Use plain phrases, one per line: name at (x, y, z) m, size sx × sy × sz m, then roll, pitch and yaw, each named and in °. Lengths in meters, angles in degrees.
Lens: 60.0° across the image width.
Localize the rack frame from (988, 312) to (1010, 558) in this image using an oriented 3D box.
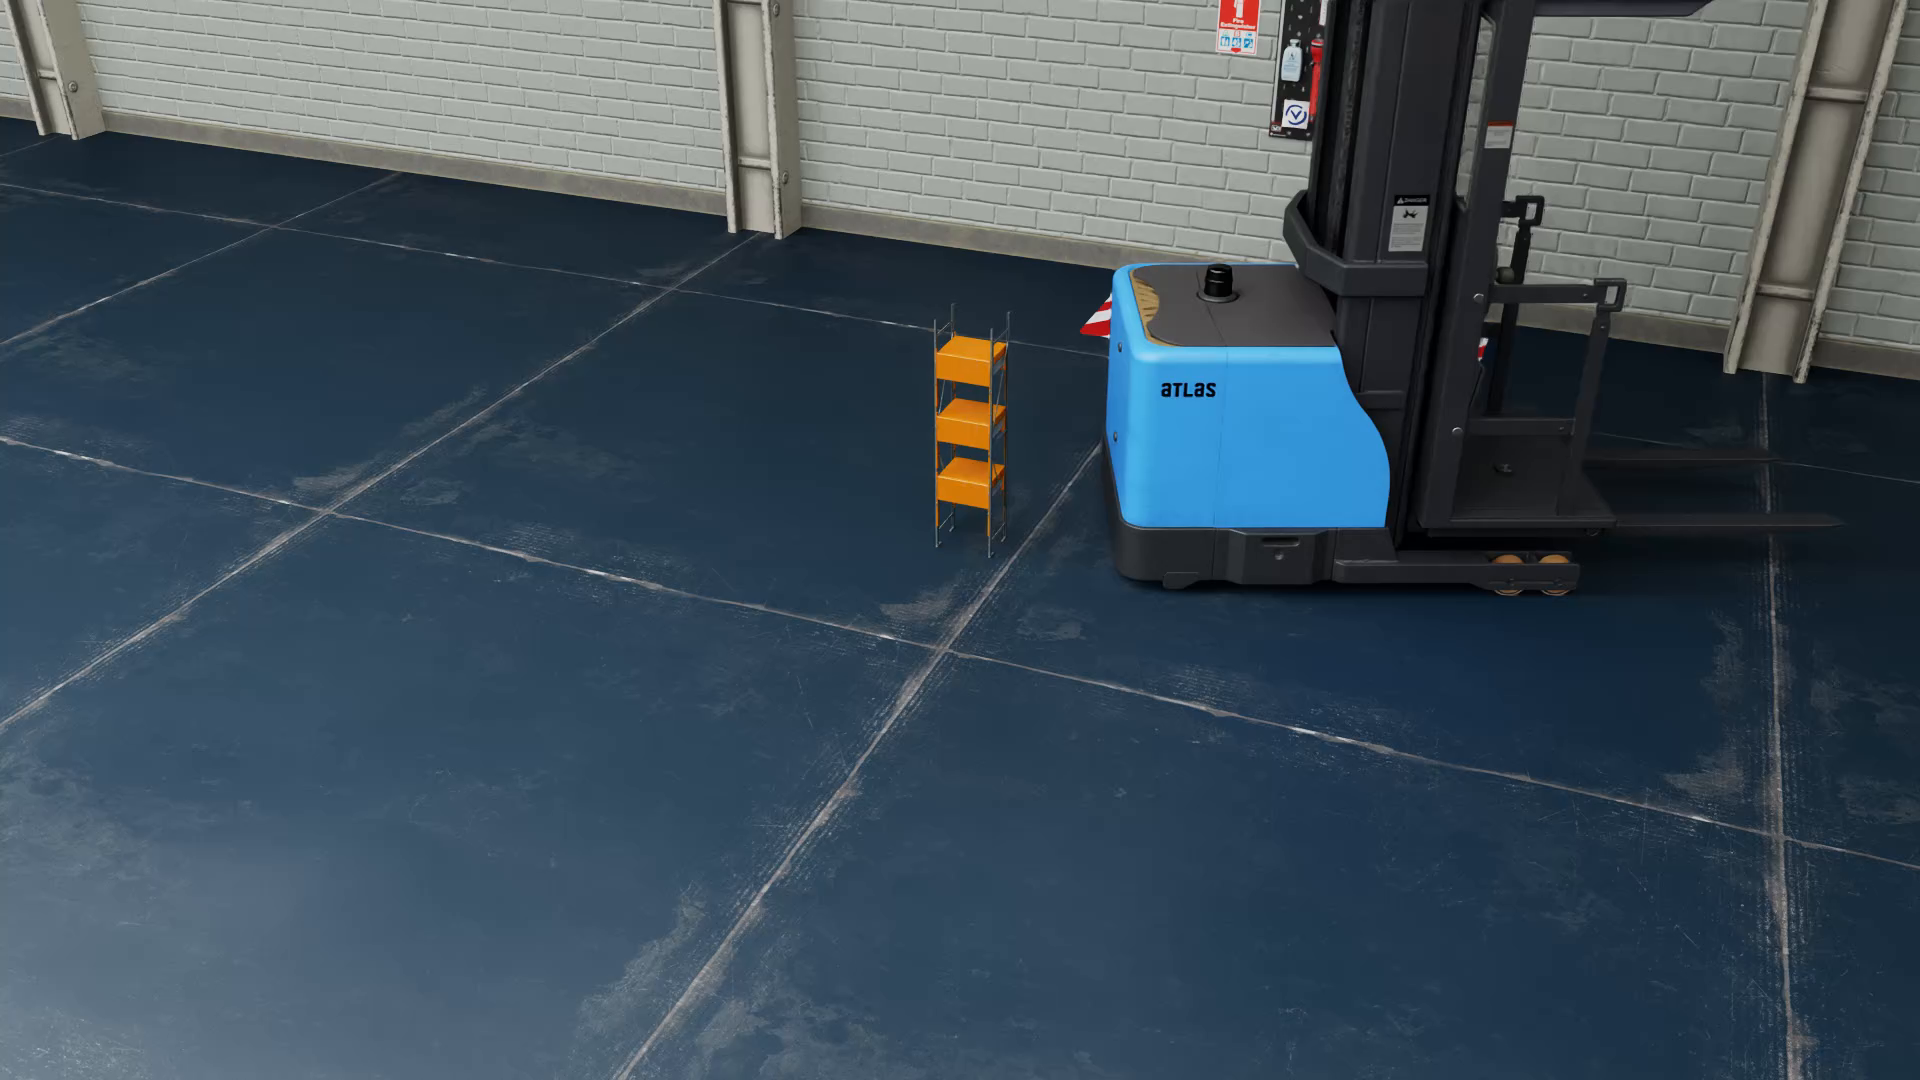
rack frame at (0.163, -0.425, 6.934) m, size 0.008 × 1.050 × 0.200 m, roll 11°, pitch 31°, yaw 19°

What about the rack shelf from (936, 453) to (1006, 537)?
rack shelf at (0.050, -0.196, 7.116) m, size 0.240 × 0.259 × 0.215 m, roll 11°, pitch 31°, yaw 19°

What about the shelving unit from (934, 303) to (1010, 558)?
shelving unit at (0.050, -0.447, 6.974) m, size 0.252 × 1.050 × 0.215 m, roll 11°, pitch 31°, yaw 19°

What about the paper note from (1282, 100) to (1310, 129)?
paper note at (1.881, -2.385, 9.316) m, size 0.142 × 0.148 × 0.016 m, roll 11°, pitch 31°, yaw 19°

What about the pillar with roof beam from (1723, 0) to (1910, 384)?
pillar with roof beam at (2.676, -2.878, 3.197) m, size 0.400 × 9.000 × 9.100 m, roll 11°, pitch 31°, yaw 19°

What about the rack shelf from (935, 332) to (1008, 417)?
rack shelf at (0.050, -0.685, 6.840) m, size 0.240 × 0.259 × 0.215 m, roll 11°, pitch 31°, yaw 19°

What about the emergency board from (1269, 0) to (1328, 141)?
emergency board at (2.019, -2.704, 8.985) m, size 0.643 × 1.169 × 0.194 m, roll 11°, pitch 31°, yaw 19°

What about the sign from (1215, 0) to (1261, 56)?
sign at (1.545, -2.869, 9.241) m, size 0.234 × 0.329 × 0.001 m, roll 11°, pitch 31°, yaw 19°

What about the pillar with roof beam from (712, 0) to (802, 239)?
pillar with roof beam at (-2.884, -3.988, 5.161) m, size 0.400 × 9.000 × 9.100 m, roll 11°, pitch 31°, yaw 19°

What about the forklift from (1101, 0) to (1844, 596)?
forklift at (2.163, -1.309, 6.586) m, size 3.031 × 2.935 × 1.130 m, roll 0°, pitch 29°, yaw 0°

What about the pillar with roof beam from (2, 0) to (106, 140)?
pillar with roof beam at (-8.443, -5.098, 7.125) m, size 0.400 × 9.000 × 9.100 m, roll 11°, pitch 31°, yaw 19°

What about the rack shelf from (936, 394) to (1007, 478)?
rack shelf at (0.050, -0.438, 6.979) m, size 0.240 × 0.259 × 0.215 m, roll 11°, pitch 31°, yaw 19°

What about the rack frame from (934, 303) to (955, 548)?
rack frame at (-0.063, -0.470, 7.014) m, size 0.008 × 1.050 × 0.200 m, roll 11°, pitch 31°, yaw 19°
